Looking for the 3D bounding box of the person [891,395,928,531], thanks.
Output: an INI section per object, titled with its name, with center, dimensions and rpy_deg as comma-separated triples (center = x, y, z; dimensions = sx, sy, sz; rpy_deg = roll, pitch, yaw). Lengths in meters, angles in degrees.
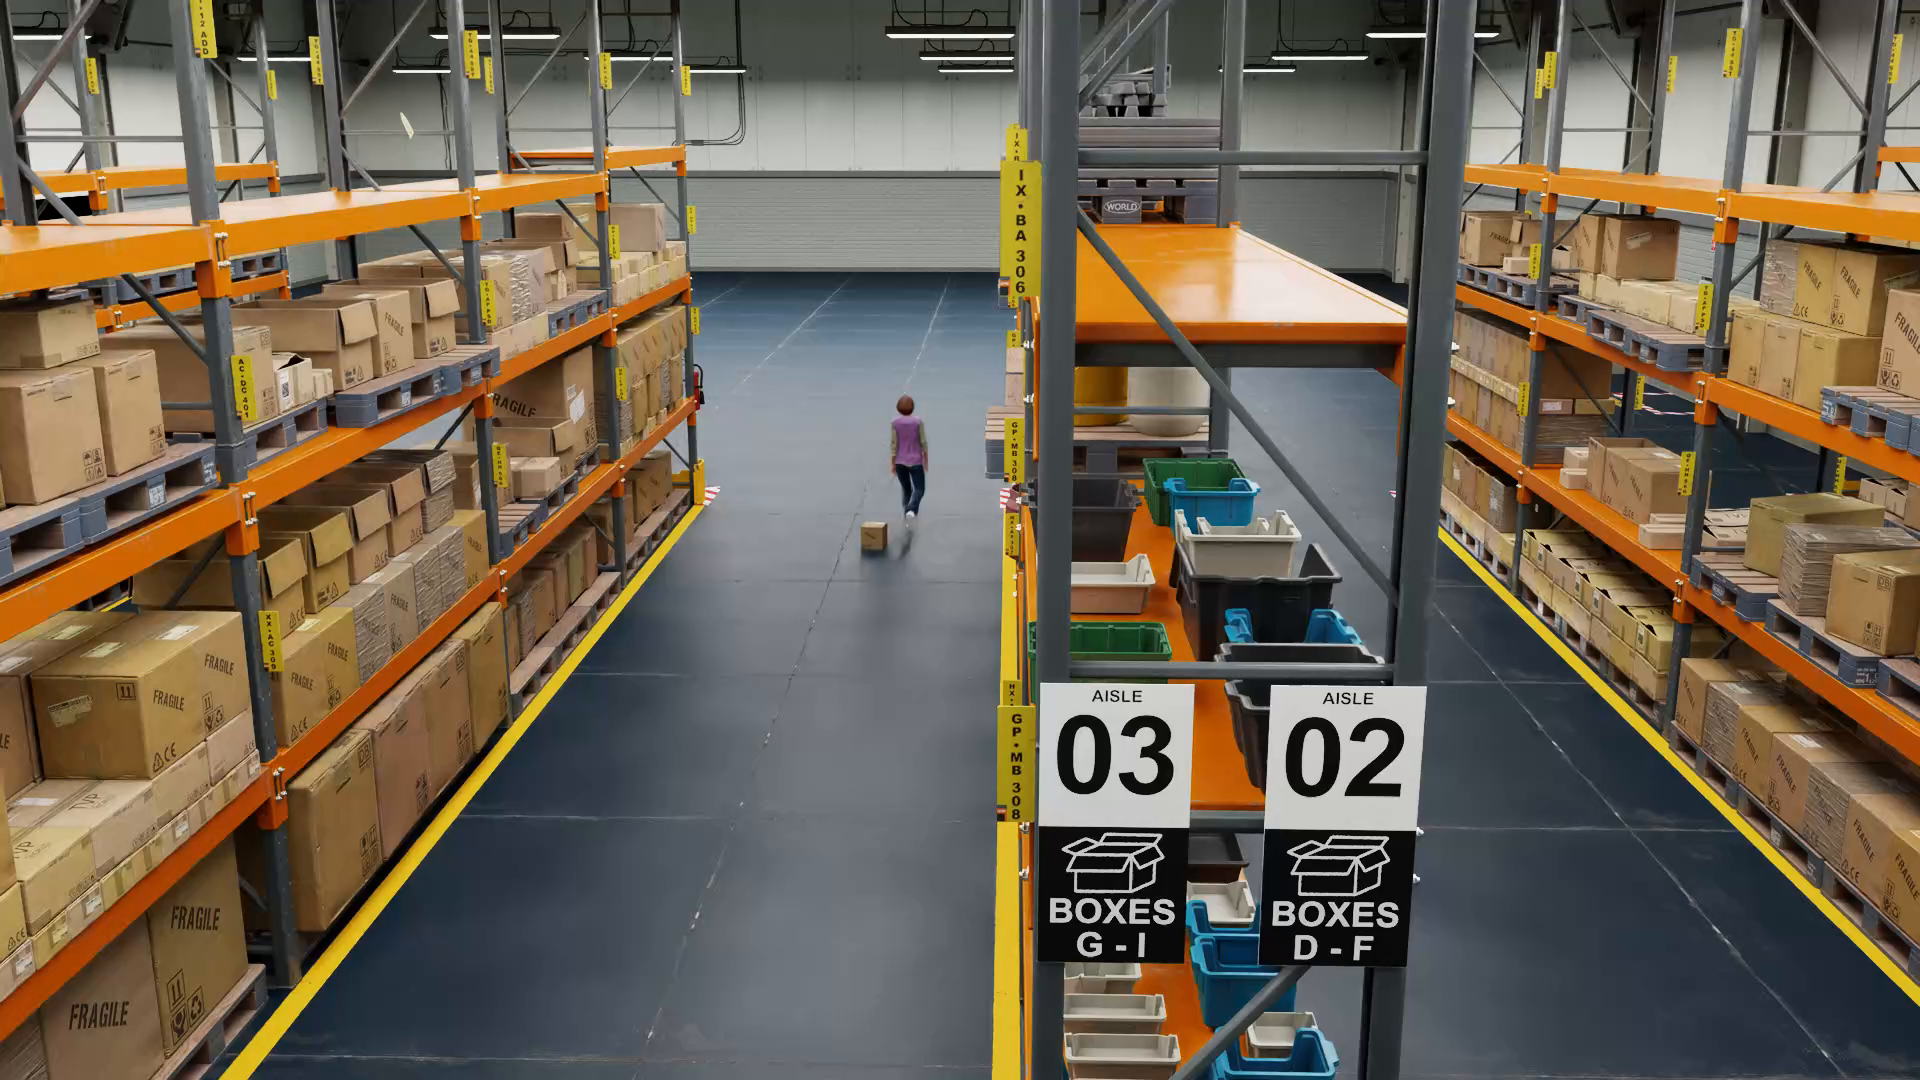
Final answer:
[person]
center = -0.582, -0.864, 18.902
dimensions = 0.418, 1.560, 0.738
rpy_deg = 3, 14, 11
